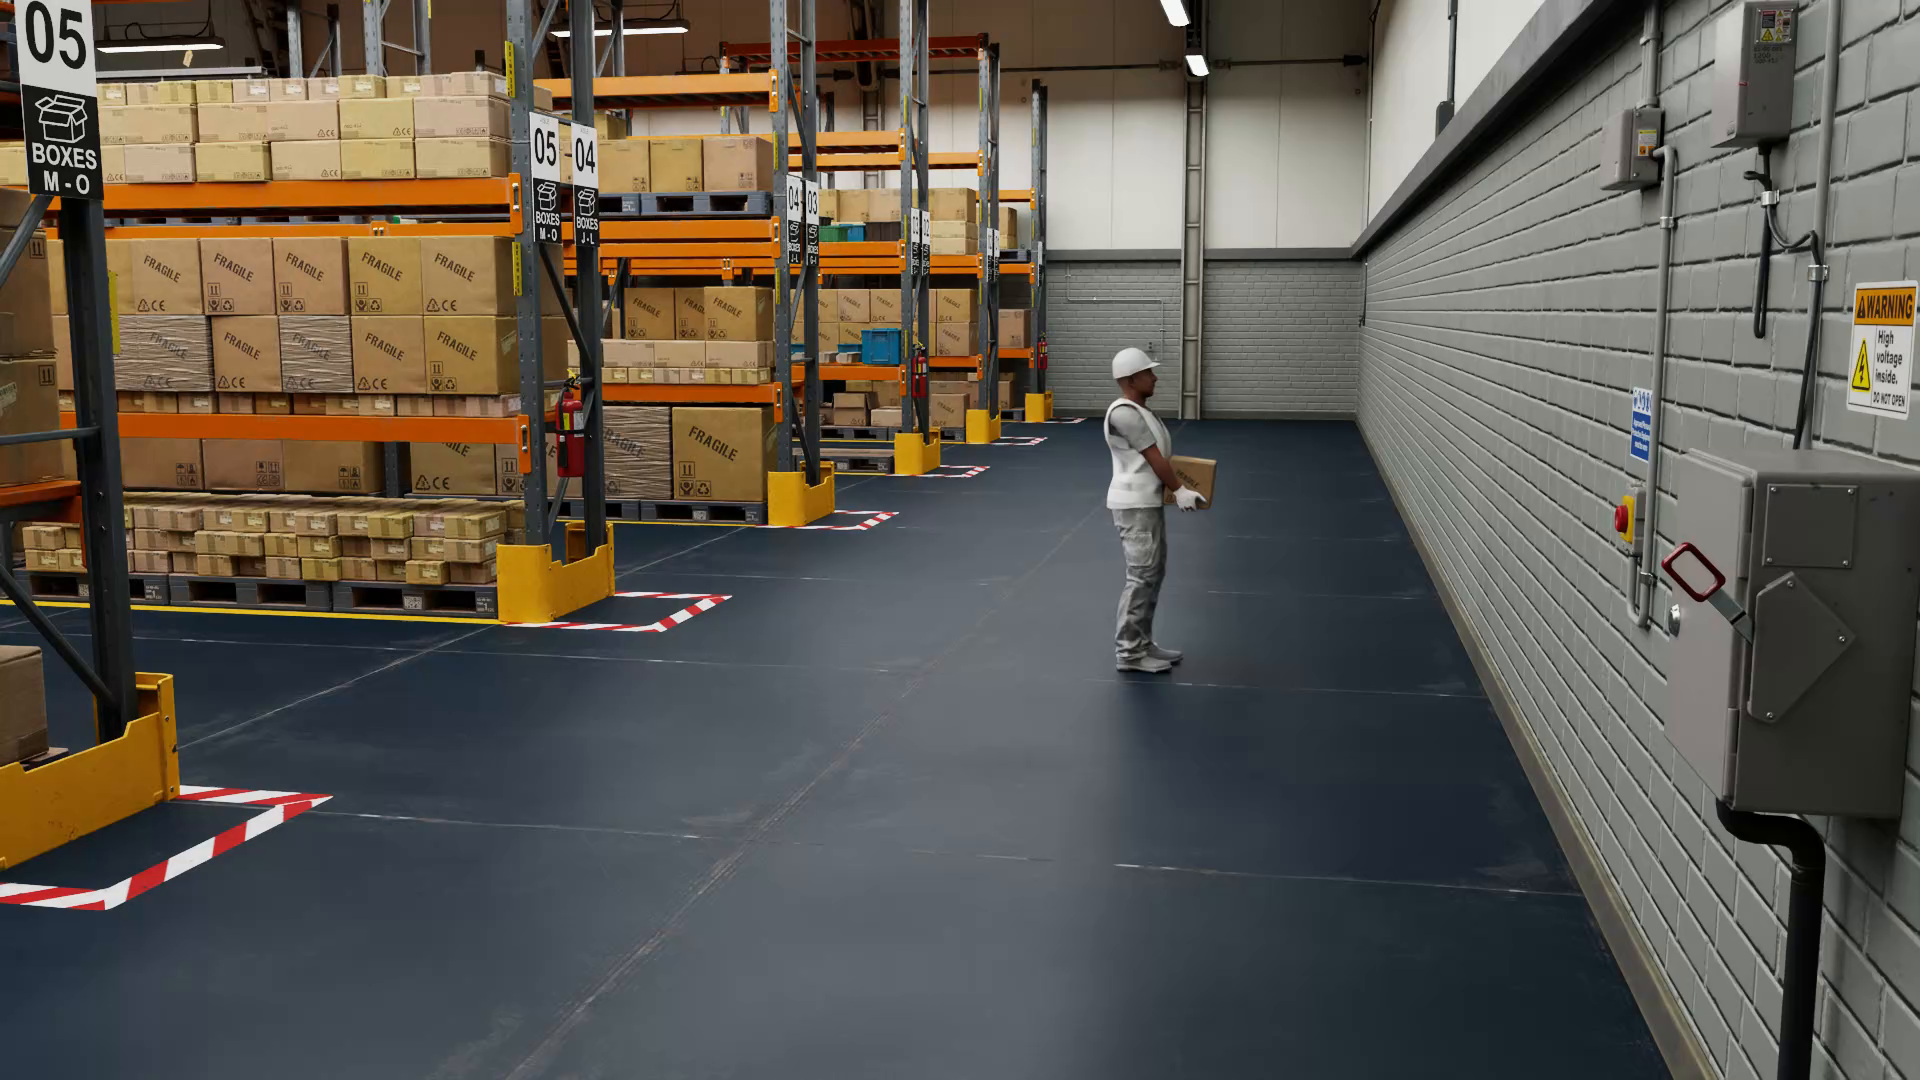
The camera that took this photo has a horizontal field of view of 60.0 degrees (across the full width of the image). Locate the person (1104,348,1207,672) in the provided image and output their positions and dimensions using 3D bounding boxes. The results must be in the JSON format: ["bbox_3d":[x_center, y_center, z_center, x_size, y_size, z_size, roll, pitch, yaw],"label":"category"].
[{"bbox_3d":[1.097,-0.172,9.245,0.573,1.778,0.488,2,8,12],"label":"person"}]
